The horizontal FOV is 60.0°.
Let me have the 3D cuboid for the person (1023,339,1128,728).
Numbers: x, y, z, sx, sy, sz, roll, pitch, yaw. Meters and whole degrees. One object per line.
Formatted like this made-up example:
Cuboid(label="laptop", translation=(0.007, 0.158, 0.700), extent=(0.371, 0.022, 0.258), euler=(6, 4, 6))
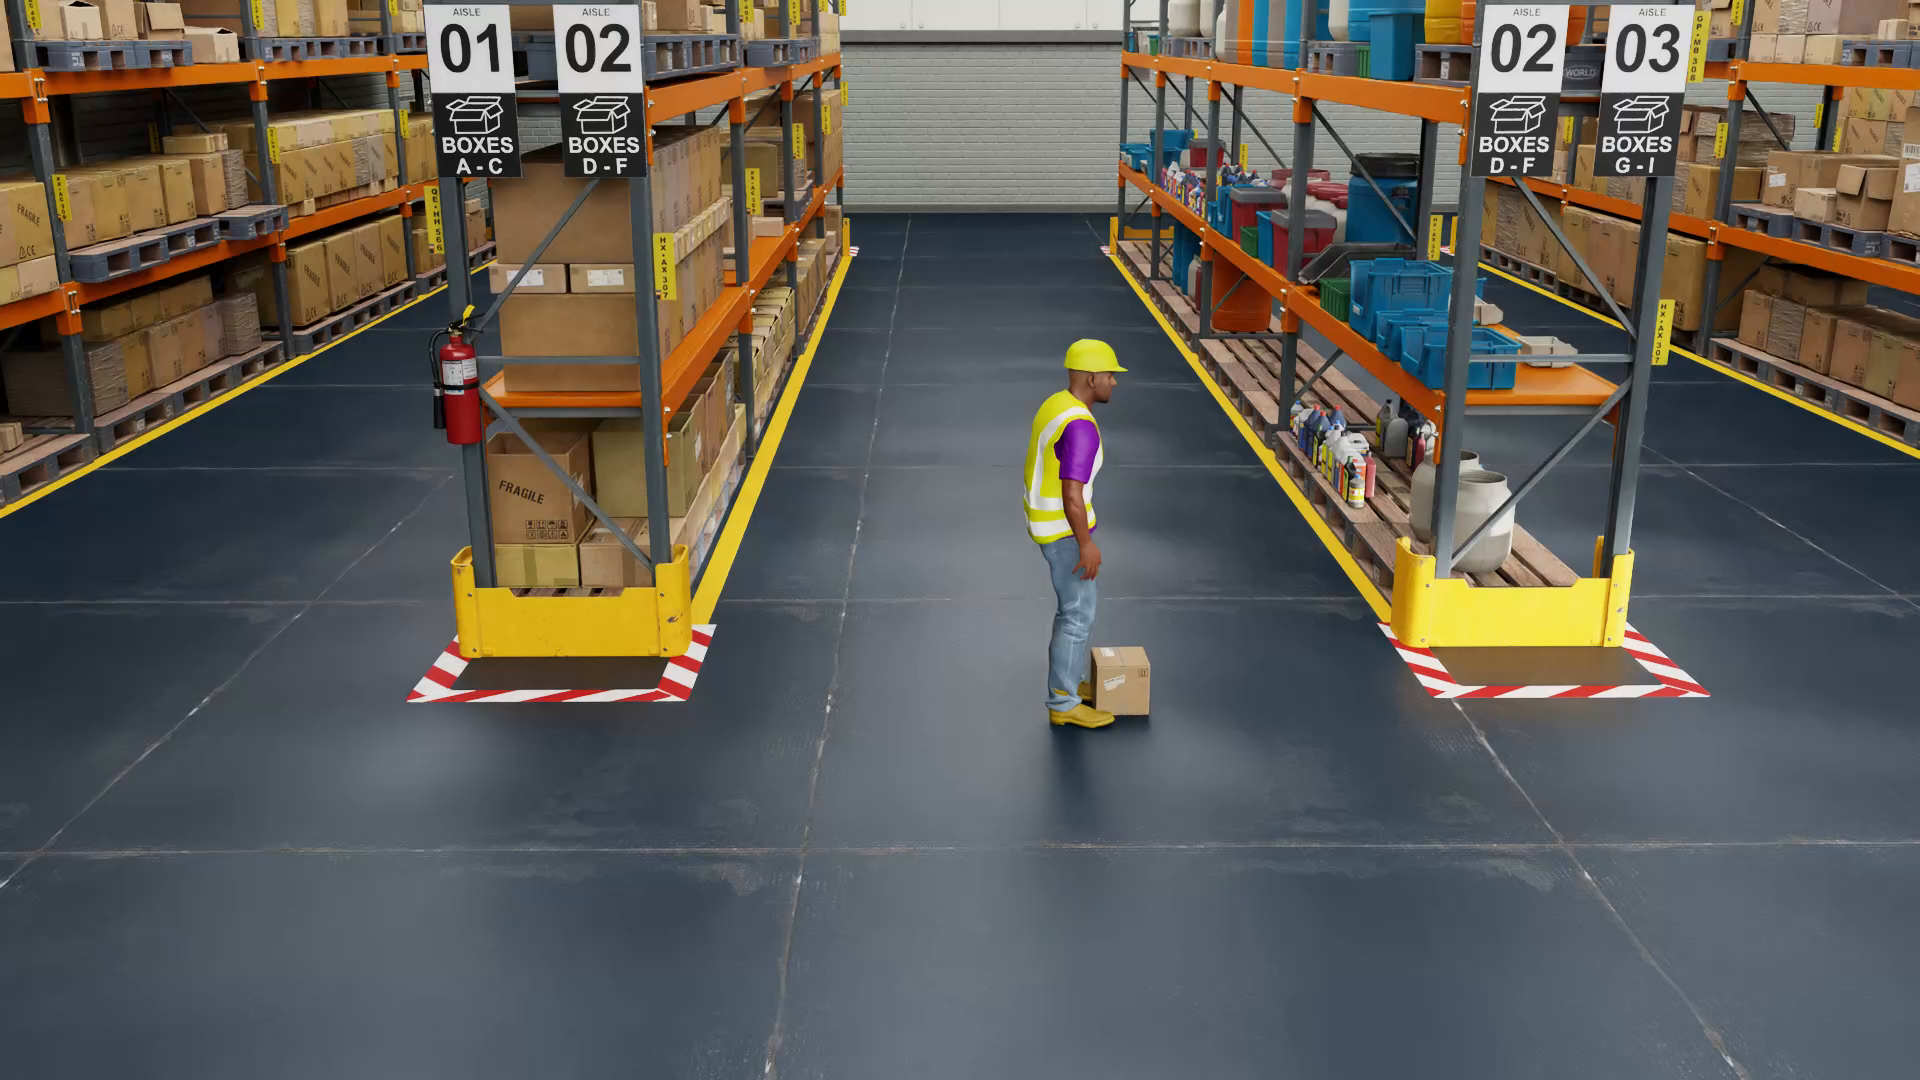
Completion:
Cuboid(label="person", translation=(0.528, -0.051, 7.680), extent=(0.460, 1.759, 0.634), euler=(-1, 17, -4))
